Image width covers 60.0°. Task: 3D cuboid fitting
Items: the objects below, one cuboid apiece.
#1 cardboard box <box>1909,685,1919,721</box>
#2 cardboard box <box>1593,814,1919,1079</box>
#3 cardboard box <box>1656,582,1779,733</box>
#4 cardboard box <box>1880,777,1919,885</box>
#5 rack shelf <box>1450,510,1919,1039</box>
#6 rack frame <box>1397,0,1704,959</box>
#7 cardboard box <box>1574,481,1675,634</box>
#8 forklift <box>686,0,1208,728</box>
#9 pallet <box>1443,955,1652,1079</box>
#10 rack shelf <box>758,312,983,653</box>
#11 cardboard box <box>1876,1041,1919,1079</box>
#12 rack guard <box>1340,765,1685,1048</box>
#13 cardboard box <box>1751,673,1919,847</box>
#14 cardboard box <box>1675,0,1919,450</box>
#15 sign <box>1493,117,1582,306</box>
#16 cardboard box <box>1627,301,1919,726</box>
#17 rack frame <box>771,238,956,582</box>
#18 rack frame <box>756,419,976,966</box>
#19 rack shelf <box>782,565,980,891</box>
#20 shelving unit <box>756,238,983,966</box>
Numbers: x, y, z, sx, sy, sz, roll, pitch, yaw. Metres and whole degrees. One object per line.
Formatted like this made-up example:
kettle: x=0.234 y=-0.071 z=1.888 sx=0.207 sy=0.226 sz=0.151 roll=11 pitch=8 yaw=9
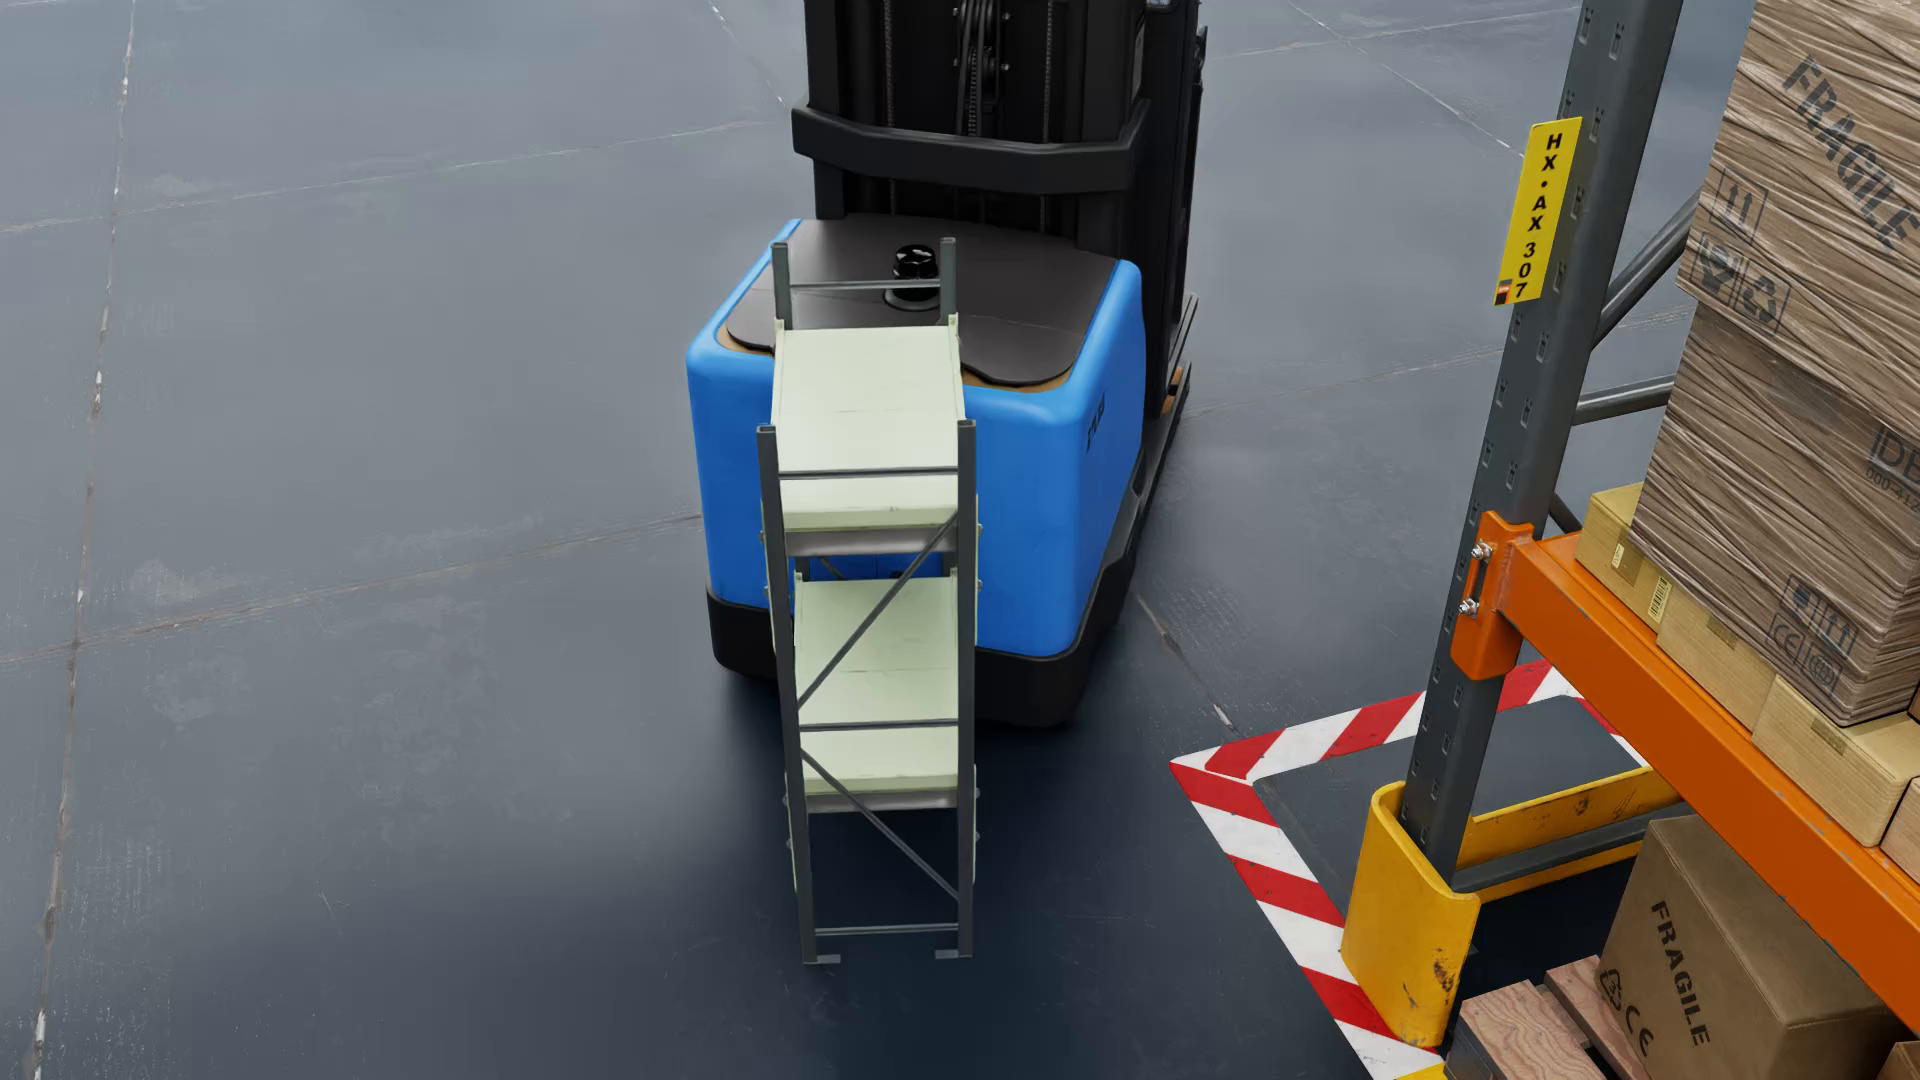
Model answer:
cardboard box: x=1.914 y=0.109 z=2.282 sx=0.875 sy=0.500 sz=0.500 roll=-12 pitch=39 yaw=-16
cardboard box: x=1.665 y=0.881 z=3.316 sx=0.500 sy=0.500 sz=0.500 roll=-6 pitch=37 yaw=-7
cardboard box: x=1.409 y=0.150 z=2.767 sx=0.380 sy=0.149 sz=0.250 roll=-12 pitch=39 yaw=-16
cardboard box: x=1.586 y=0.431 z=2.393 sx=0.380 sy=0.149 sz=0.250 roll=-12 pitch=39 yaw=-16
rack shelf: x=2.155 y=1.111 z=1.880 sx=1.077 sy=0.370 sz=4.000 roll=-12 pitch=39 yaw=-16
rack frame: x=1.466 y=-0.306 z=3.163 sx=1.000 sy=3.000 sz=0.127 roll=-12 pitch=39 yaw=-16
cardboard box: x=1.341 y=0.005 z=2.960 sx=0.380 sy=0.149 sz=0.250 roll=-12 pitch=39 yaw=-16
forklift: x=0.184 y=-1.556 z=4.880 sx=1.130 sy=2.935 sz=3.031 roll=9 pitch=38 yaw=12
pallet: x=1.739 y=1.317 z=3.326 sx=1.003 sy=0.211 sz=1.213 roll=-12 pitch=39 yaw=-16
rack shelf: x=-0.190 y=-0.141 z=3.541 sx=0.431 sy=0.370 sz=0.720 roll=-2 pitch=37 yaw=-2
cardboard box: x=1.903 y=1.211 z=2.877 sx=0.500 sy=0.500 sz=0.500 roll=-3 pitch=37 yaw=-4
rack guard: x=1.492 y=0.735 z=3.858 sx=1.175 sy=0.500 sz=0.348 roll=-12 pitch=39 yaw=-16
cardboard box: x=1.481 y=0.294 z=2.575 sx=0.380 sy=0.149 sz=0.250 roll=-12 pitch=39 yaw=-16
cardboard box: x=1.400 y=-0.497 z=2.255 sx=0.500 sy=0.500 sz=0.500 roll=-12 pitch=39 yaw=-16
sign: x=0.957 y=-0.539 z=2.754 sx=0.100 sy=0.325 sz=0.005 roll=-12 pitch=39 yaw=-16
cardboard box: x=1.630 y=-0.148 z=2.624 sx=0.875 sy=0.500 sz=0.500 roll=-12 pitch=39 yaw=-16
rack frame: x=-0.210 y=-0.049 z=4.068 sx=0.400 sy=1.500 sz=0.023 roll=-2 pitch=37 yaw=-2
rack frame: x=-0.170 y=0.391 z=3.484 sx=0.400 sy=1.500 sz=0.023 roll=-2 pitch=37 yaw=-2
rack shelf: x=-0.190 y=0.432 z=3.972 sx=0.431 sy=0.370 sz=0.720 roll=-2 pitch=37 yaw=-2
shelving unit: x=-0.190 y=0.171 z=3.776 sx=0.431 sy=1.500 sz=0.755 roll=-2 pitch=37 yaw=-2
